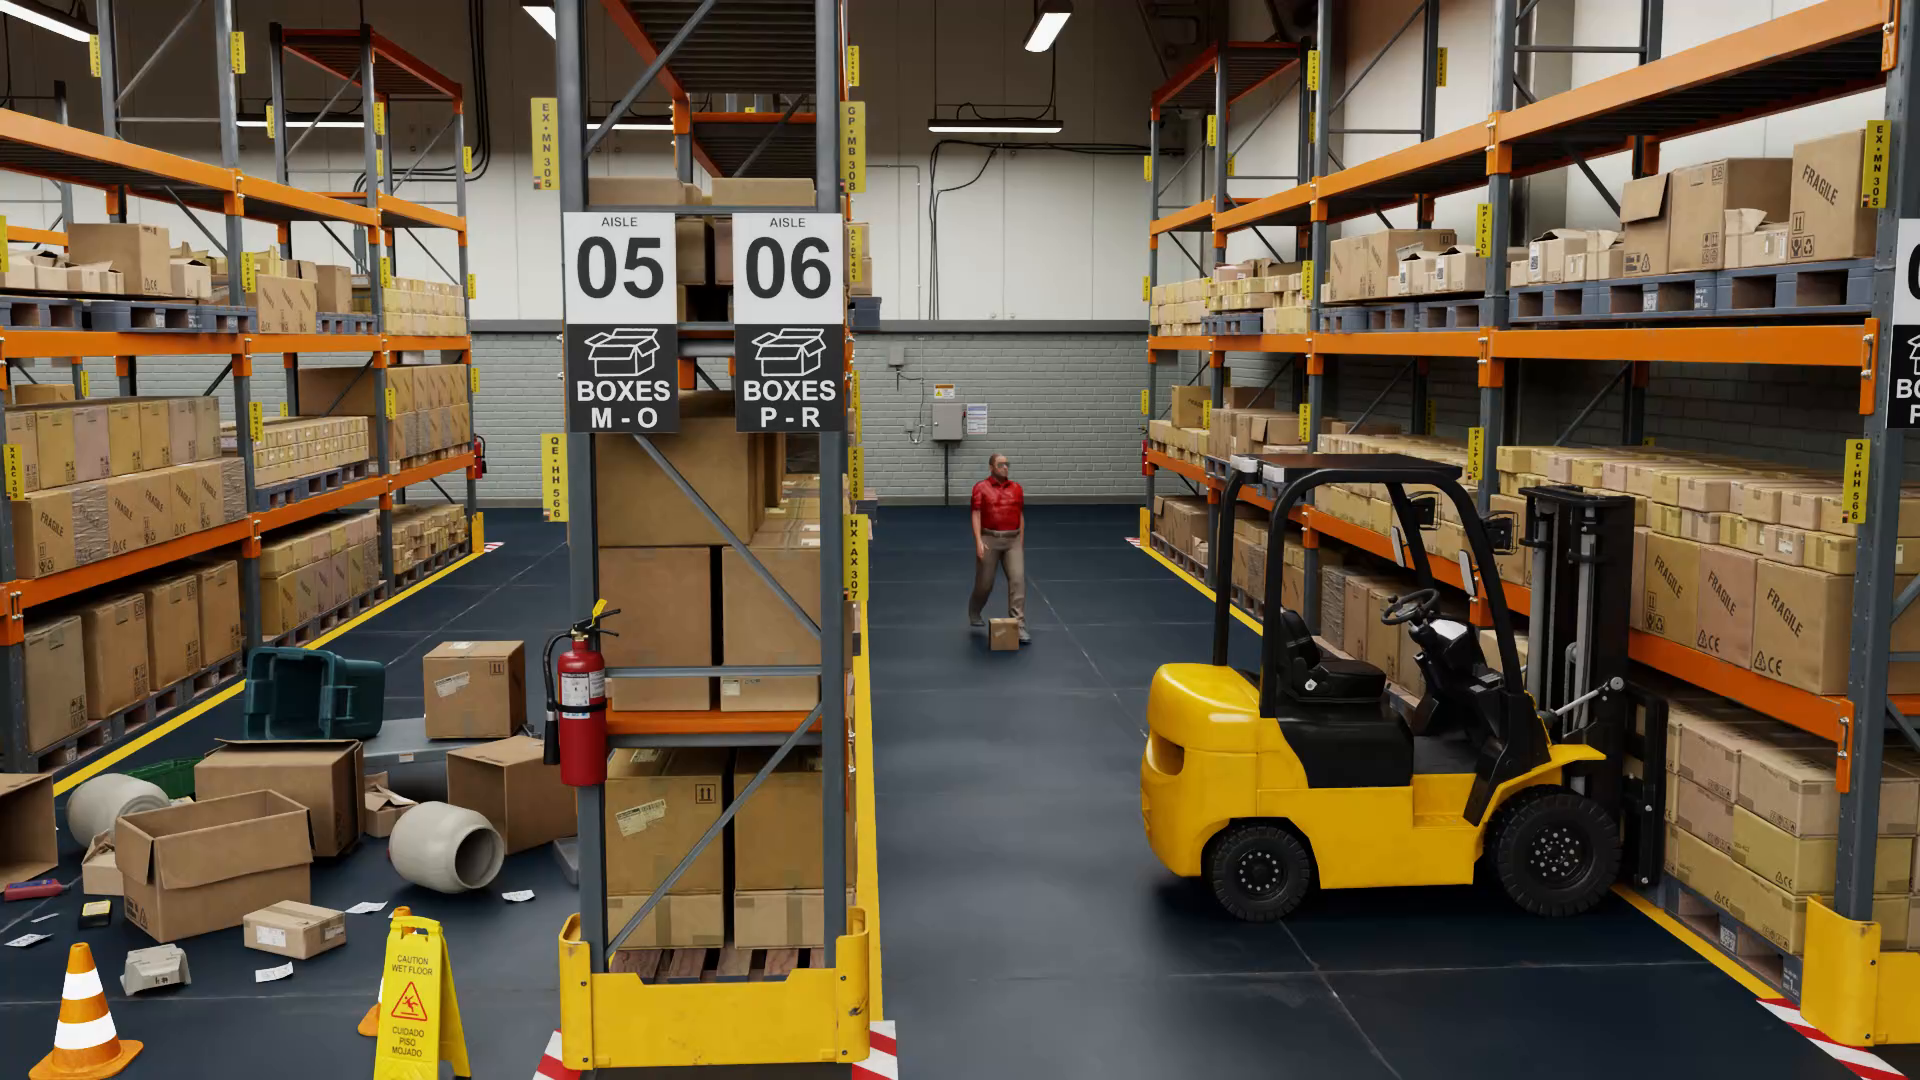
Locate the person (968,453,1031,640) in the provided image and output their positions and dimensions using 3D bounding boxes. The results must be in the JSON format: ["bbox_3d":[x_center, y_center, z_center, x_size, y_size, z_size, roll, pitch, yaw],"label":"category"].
[{"bbox_3d":[0.380,0.047,15.394,0.549,1.689,0.894,-2,7,-16],"label":"person"}]
